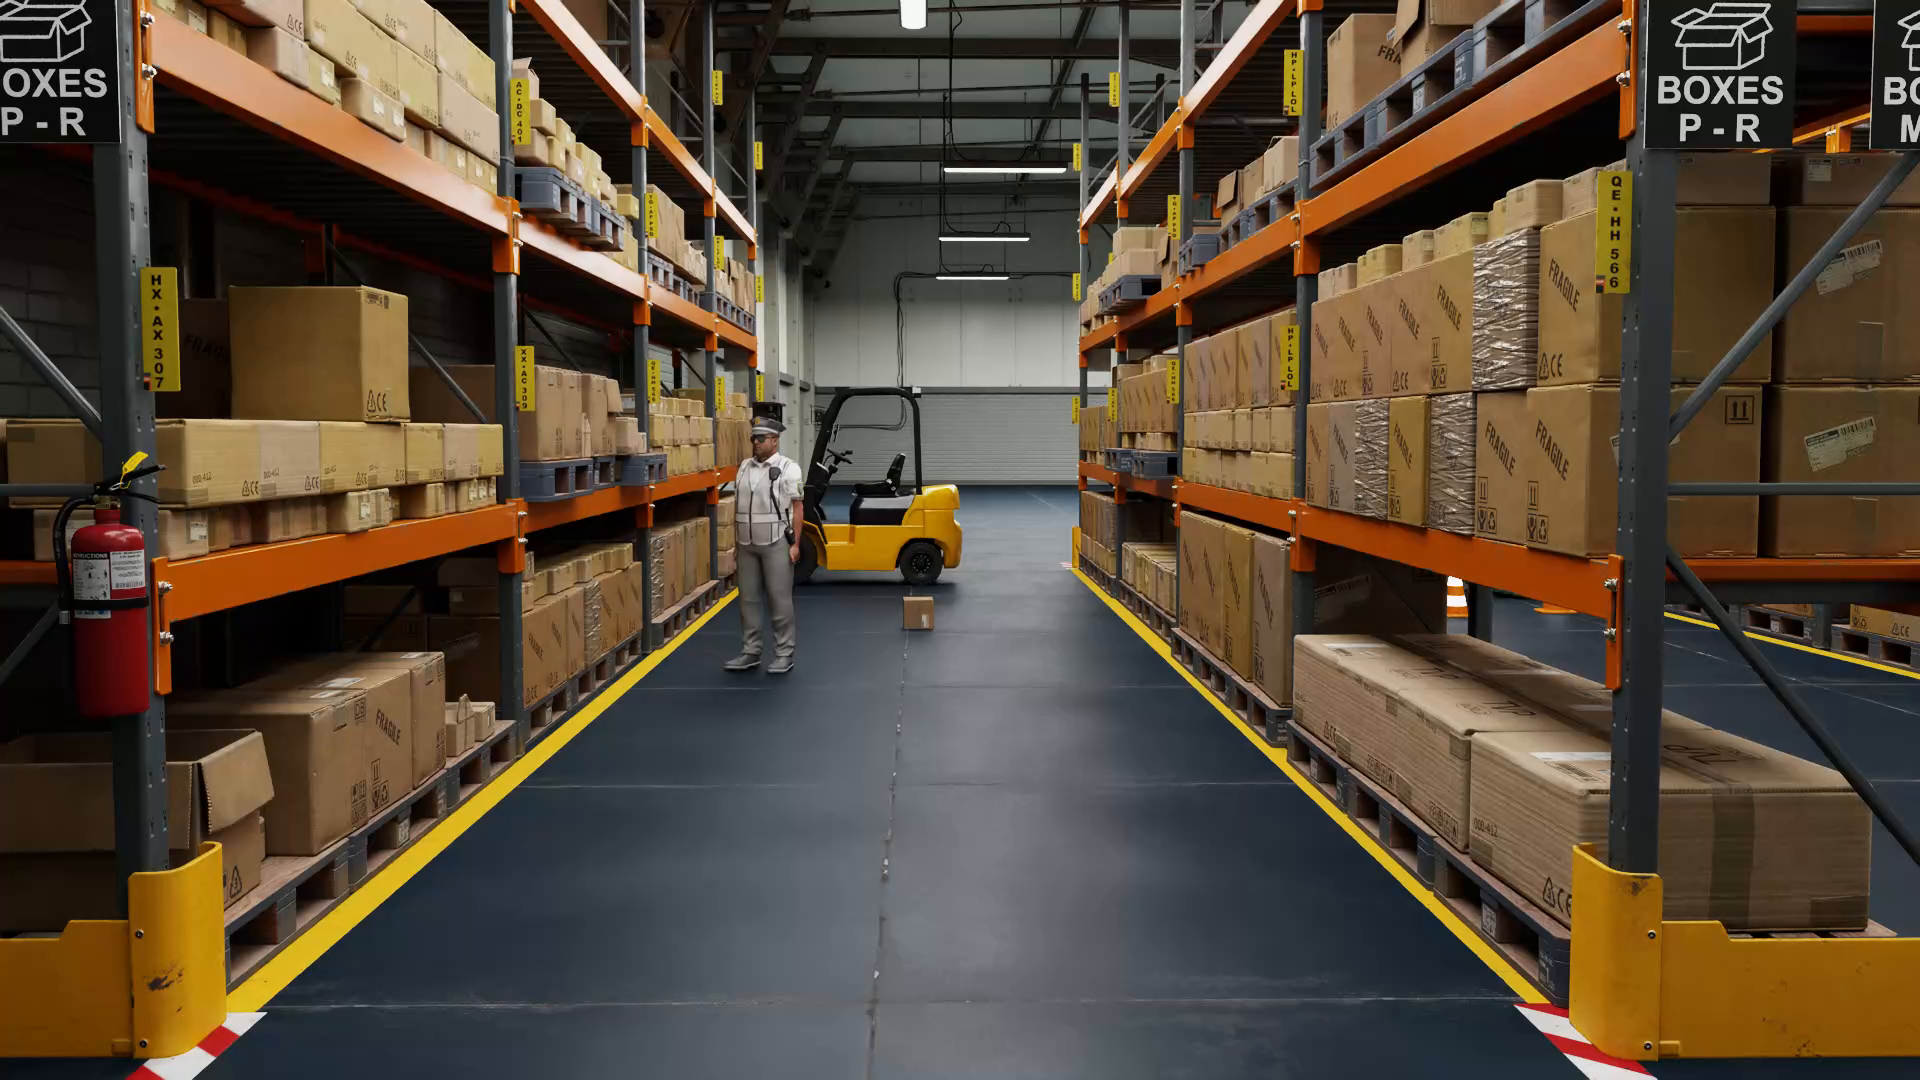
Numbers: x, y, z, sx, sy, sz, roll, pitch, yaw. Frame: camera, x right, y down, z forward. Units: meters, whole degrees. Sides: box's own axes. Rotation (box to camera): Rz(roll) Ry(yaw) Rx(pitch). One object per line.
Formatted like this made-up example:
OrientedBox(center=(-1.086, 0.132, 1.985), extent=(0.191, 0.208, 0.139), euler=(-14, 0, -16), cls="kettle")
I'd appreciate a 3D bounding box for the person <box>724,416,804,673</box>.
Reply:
OrientedBox(center=(-1.363, 0.026, 11.611), extent=(0.527, 1.773, 0.395), euler=(2, 4, 24), cls="person")
